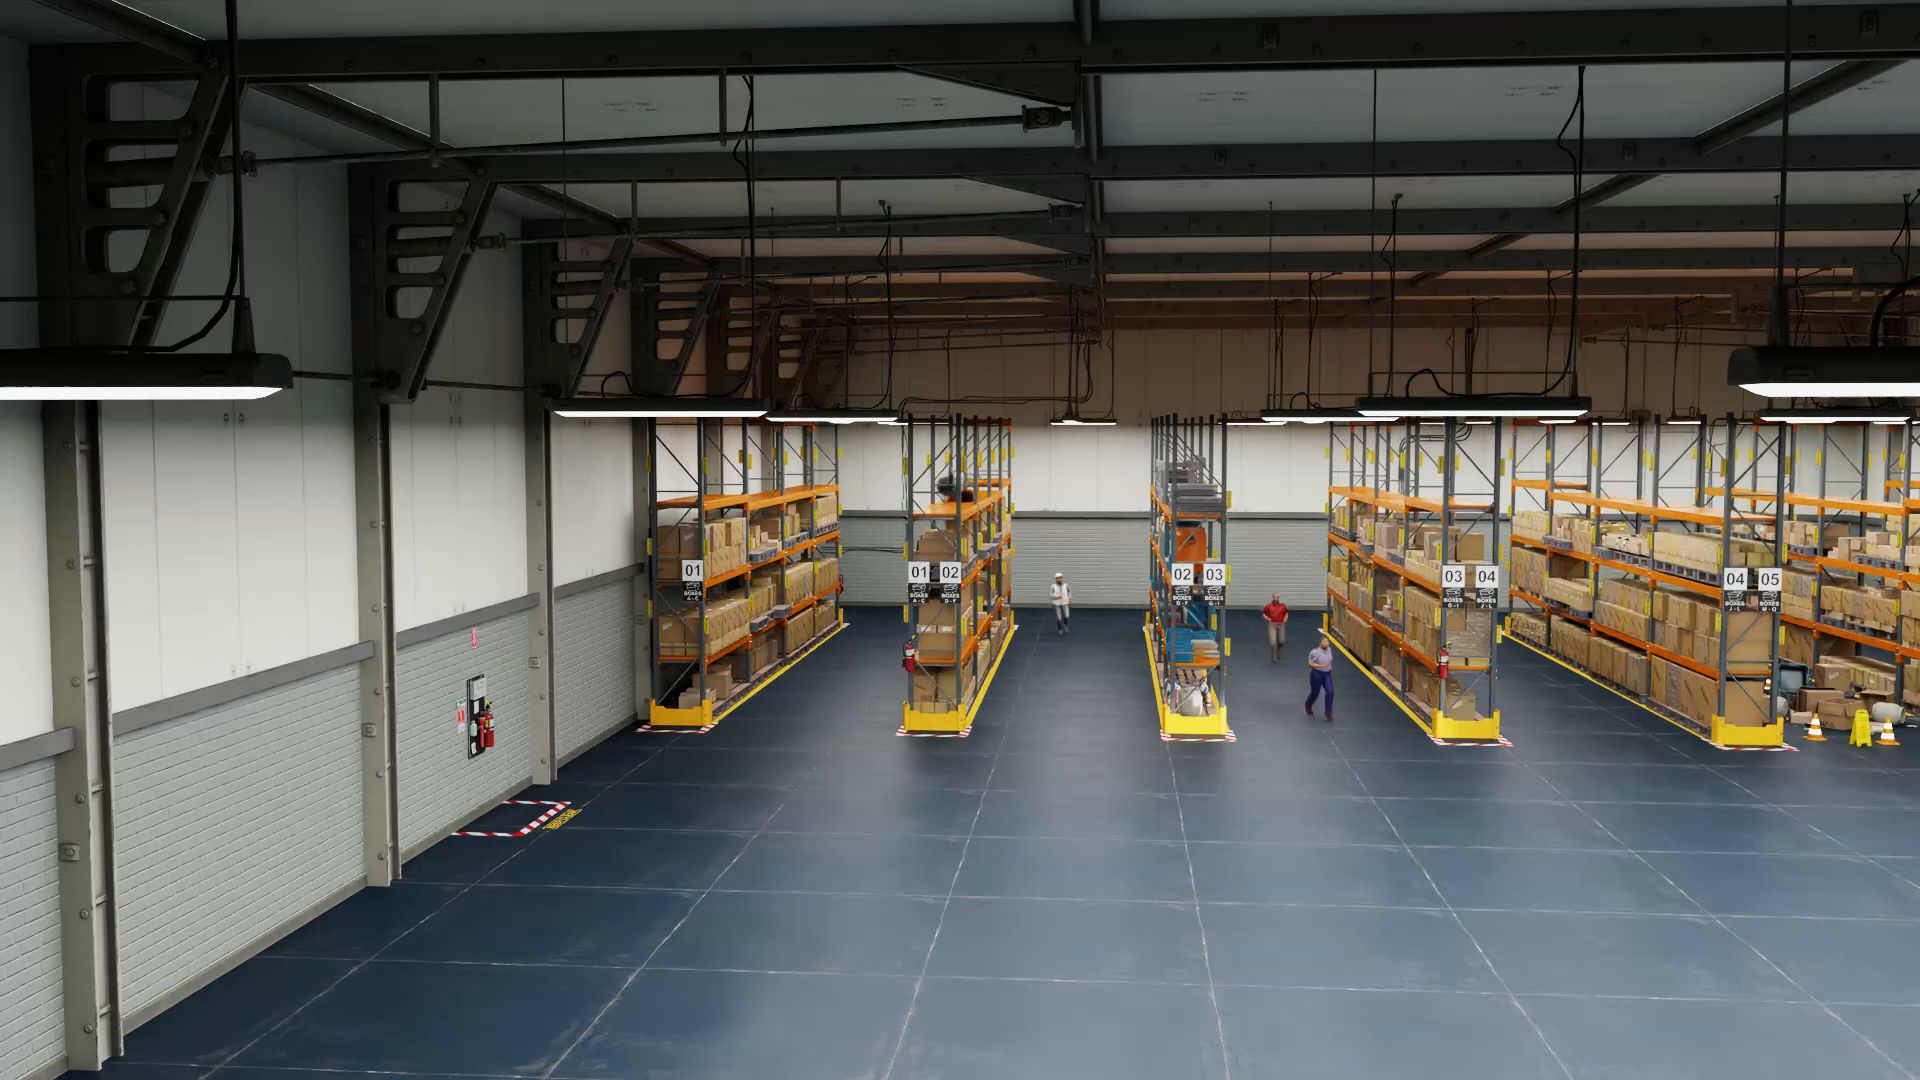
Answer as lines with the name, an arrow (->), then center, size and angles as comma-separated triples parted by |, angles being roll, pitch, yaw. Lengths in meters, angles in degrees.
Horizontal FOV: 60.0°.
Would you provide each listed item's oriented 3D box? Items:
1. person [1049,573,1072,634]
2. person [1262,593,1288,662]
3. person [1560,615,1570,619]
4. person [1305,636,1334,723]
person -> 2.790, 1.768, 45.973 | 0.656, 1.714, 0.601 | 0, 4, -3
person -> 7.747, 2.140, 40.738 | 0.657, 1.677, 0.594 | 0, 4, 0
person -> 17.030, 1.765, 46.430 | 0.762, 1.743, 0.687 | -3, 5, -37
person -> 7.074, 2.720, 32.679 | 0.627, 1.674, 0.932 | -1, 4, -20
